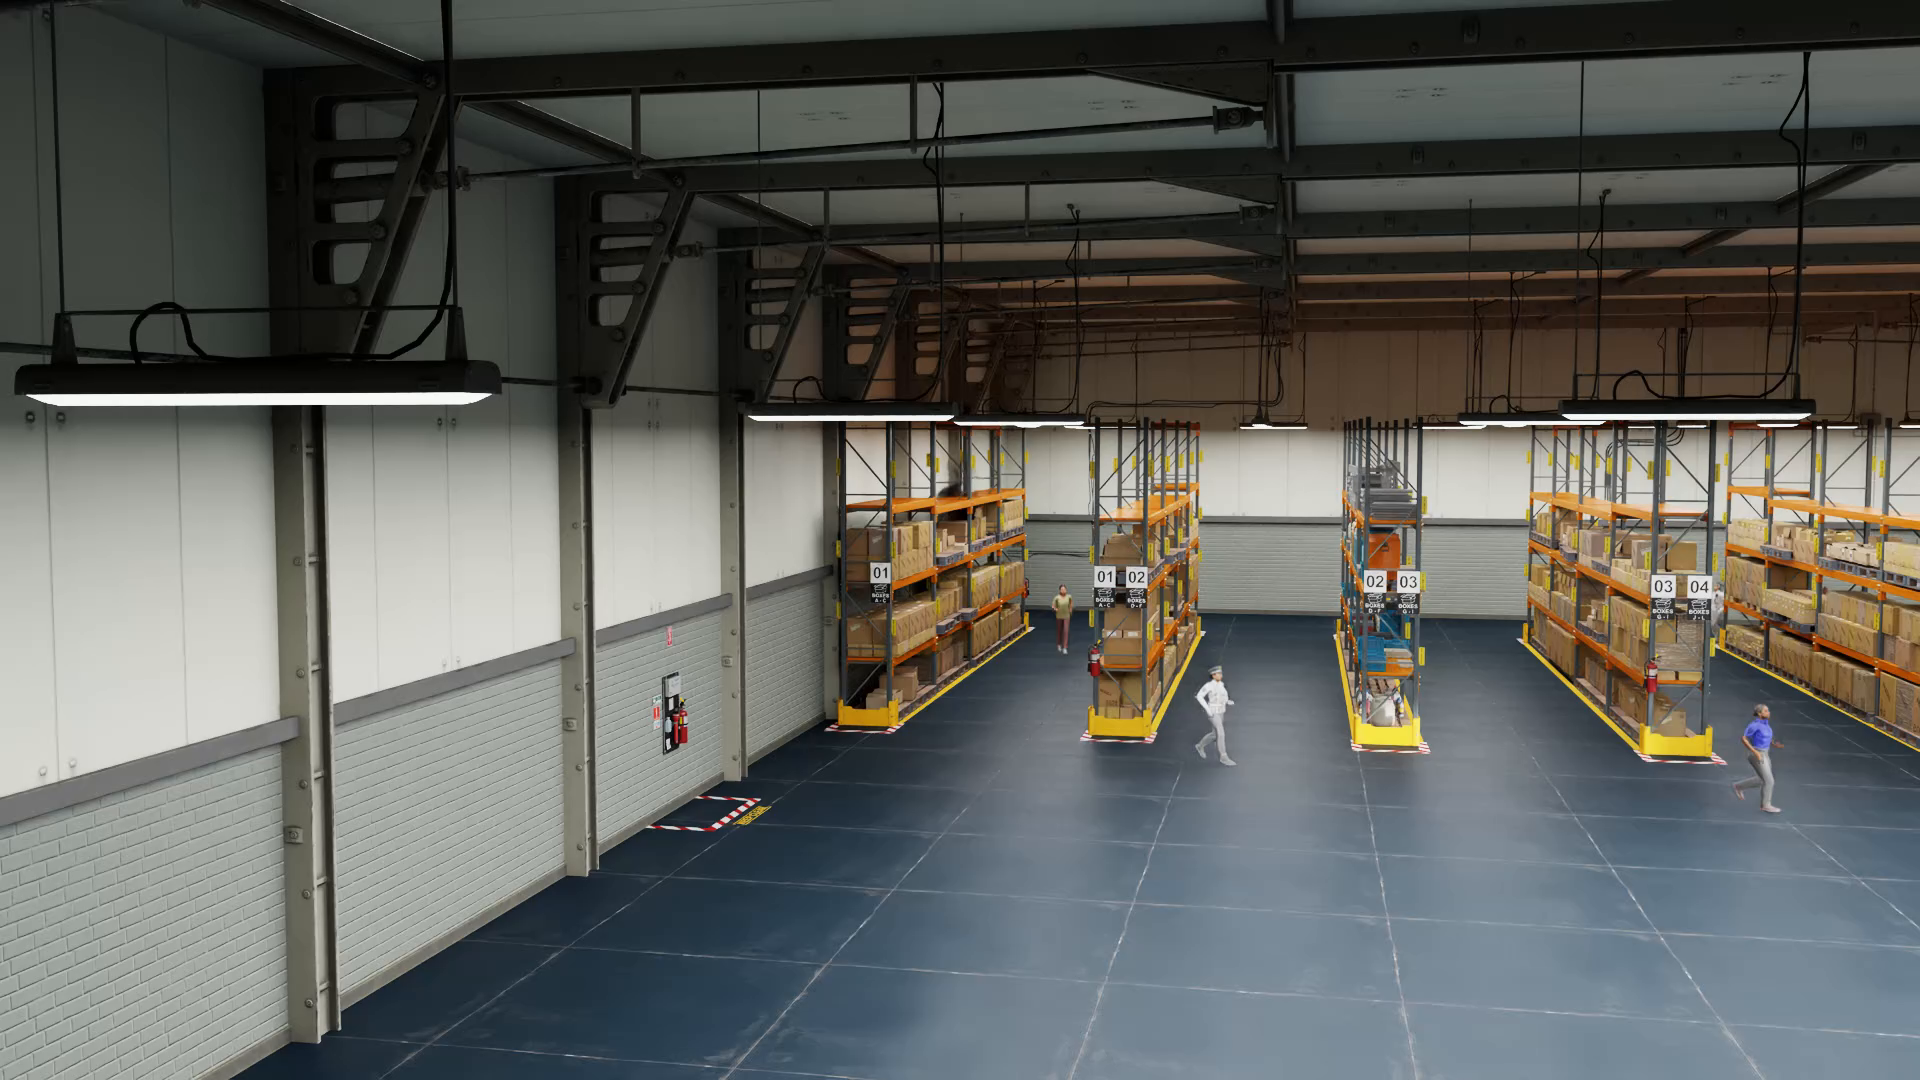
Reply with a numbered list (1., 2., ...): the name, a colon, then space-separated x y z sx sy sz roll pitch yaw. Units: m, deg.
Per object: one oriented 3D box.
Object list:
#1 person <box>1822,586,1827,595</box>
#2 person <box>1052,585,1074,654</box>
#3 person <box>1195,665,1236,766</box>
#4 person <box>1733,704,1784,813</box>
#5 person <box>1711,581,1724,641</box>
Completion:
1. person: 22.241 2.092 42.849 0.632 1.802 0.783 0 4 -1
2. person: 2.542 1.934 41.073 0.562 1.671 0.855 0 4 -3
3. person: 4.406 3.002 28.680 0.840 1.687 0.622 3 5 40
4. person: 12.046 3.276 25.147 0.576 1.620 0.734 -4 5 -44
5. person: 20.590 1.944 45.328 0.546 1.659 0.633 -1 4 -15
